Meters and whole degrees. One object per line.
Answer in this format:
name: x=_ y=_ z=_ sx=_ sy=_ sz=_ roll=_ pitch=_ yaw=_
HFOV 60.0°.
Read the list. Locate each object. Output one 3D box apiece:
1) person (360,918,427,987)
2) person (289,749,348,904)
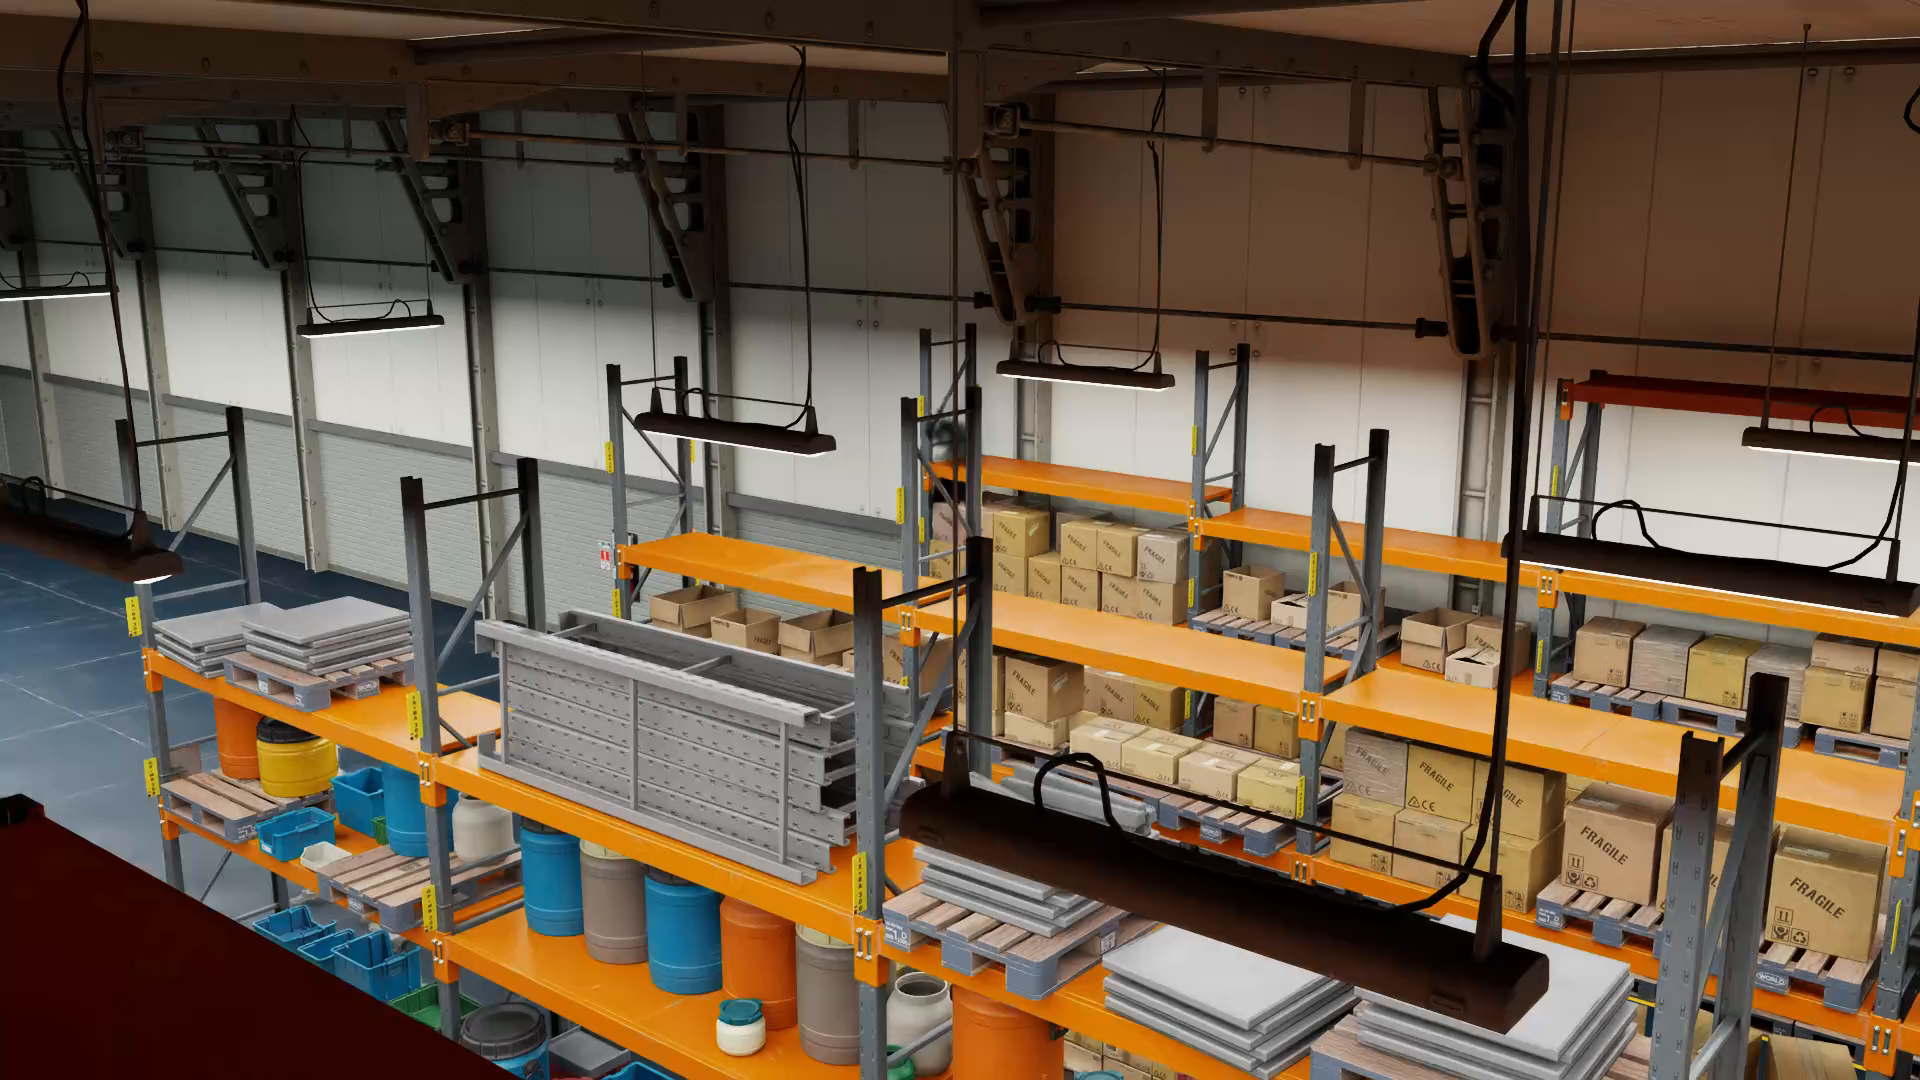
person: x=-5.377 y=3.734 z=15.809 sx=0.862 sy=1.764 sz=0.697 roll=9 pitch=15 yaw=33
person: x=-6.917 y=3.114 z=18.284 sx=1.005 sy=1.770 sz=0.660 roll=-6 pitch=14 yaw=-25
